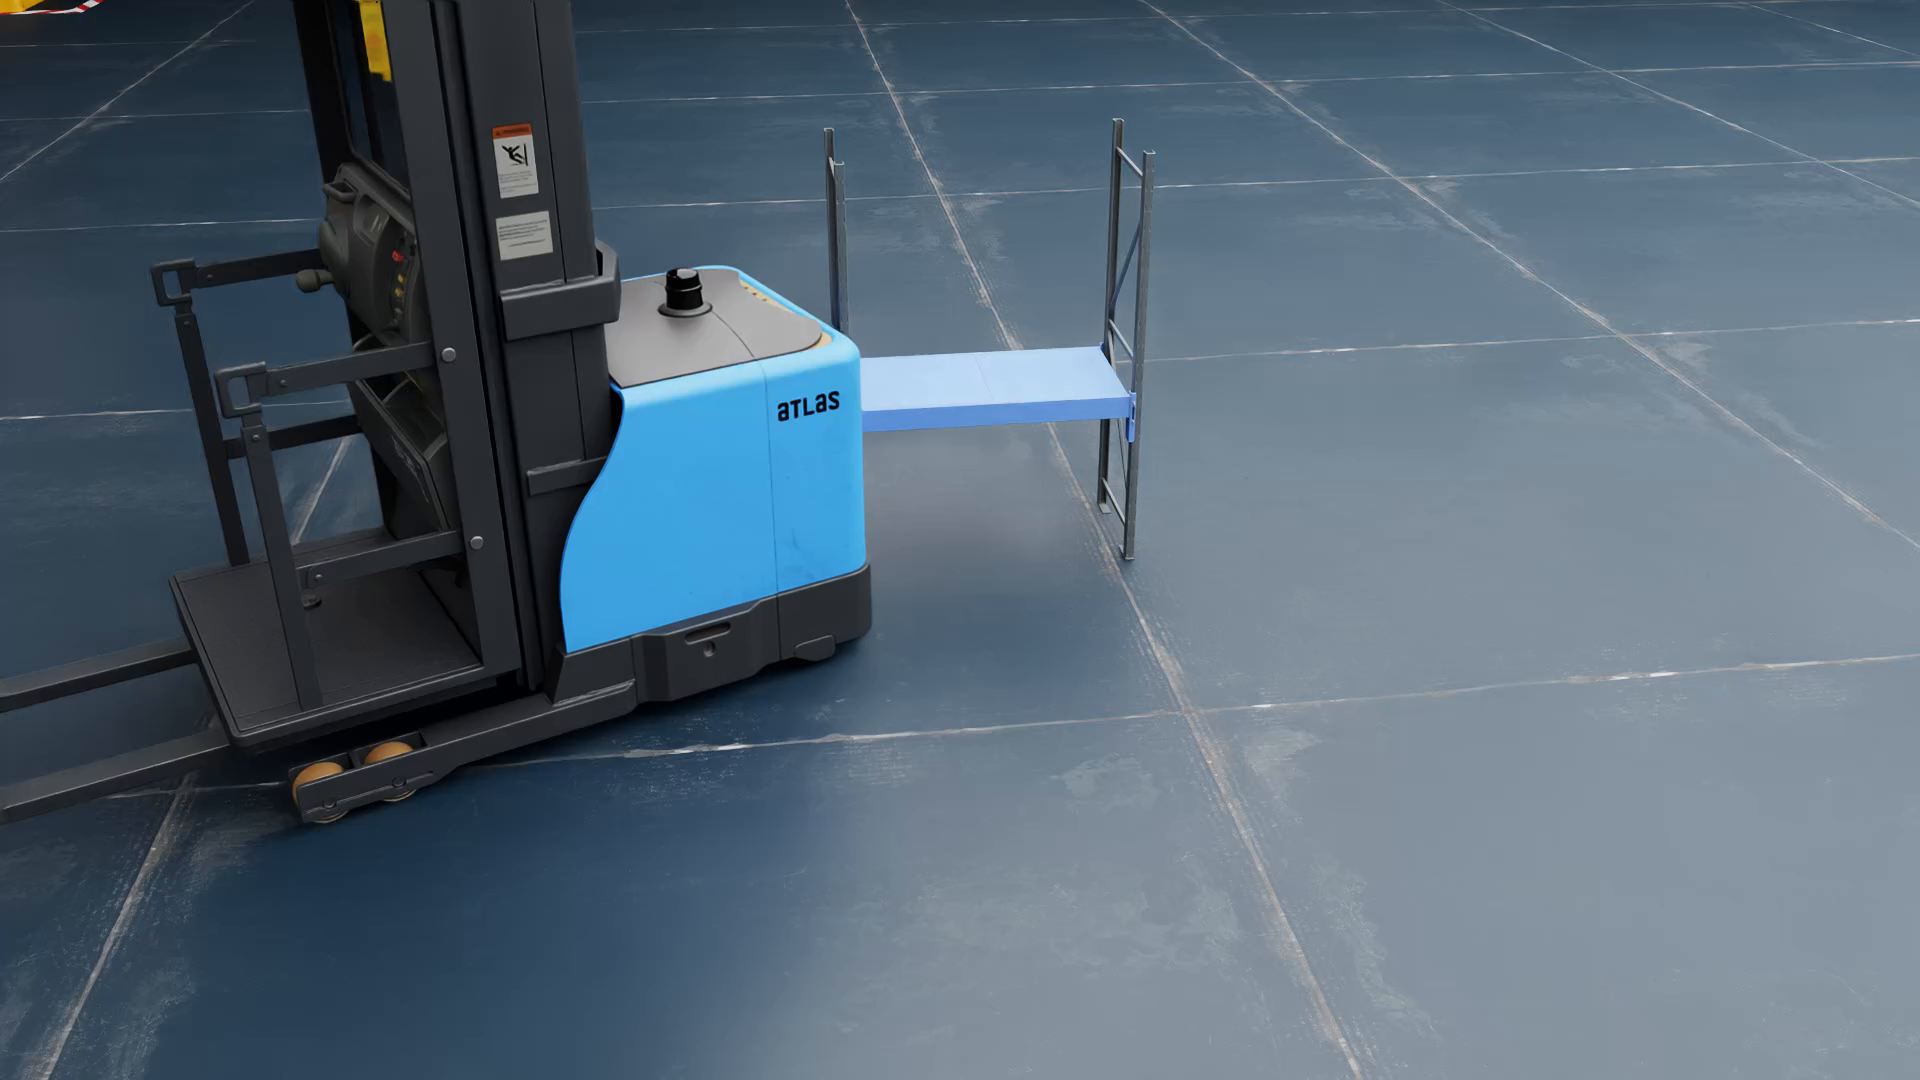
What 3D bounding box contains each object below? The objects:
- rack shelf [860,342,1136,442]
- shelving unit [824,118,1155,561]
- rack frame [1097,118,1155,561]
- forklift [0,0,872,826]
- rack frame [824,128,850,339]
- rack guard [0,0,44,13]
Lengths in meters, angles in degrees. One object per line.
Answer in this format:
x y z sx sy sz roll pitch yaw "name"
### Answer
0.084 -0.513 6.000 1.000 0.185 0.538 -4 27 -7 "rack shelf"
0.084 -0.673 5.918 1.048 1.500 0.538 -4 27 -7 "shelving unit"
0.588 -0.705 5.981 0.032 1.500 0.500 -4 27 -7 "rack frame"
-1.816 -0.781 4.562 3.031 2.935 1.130 -16 31 -28 "forklift"
-0.419 -0.640 5.855 0.032 1.500 0.500 -4 27 -7 "rack frame"
-9.502 -5.673 16.759 0.348 0.500 1.175 -4 27 -7 "rack guard"
